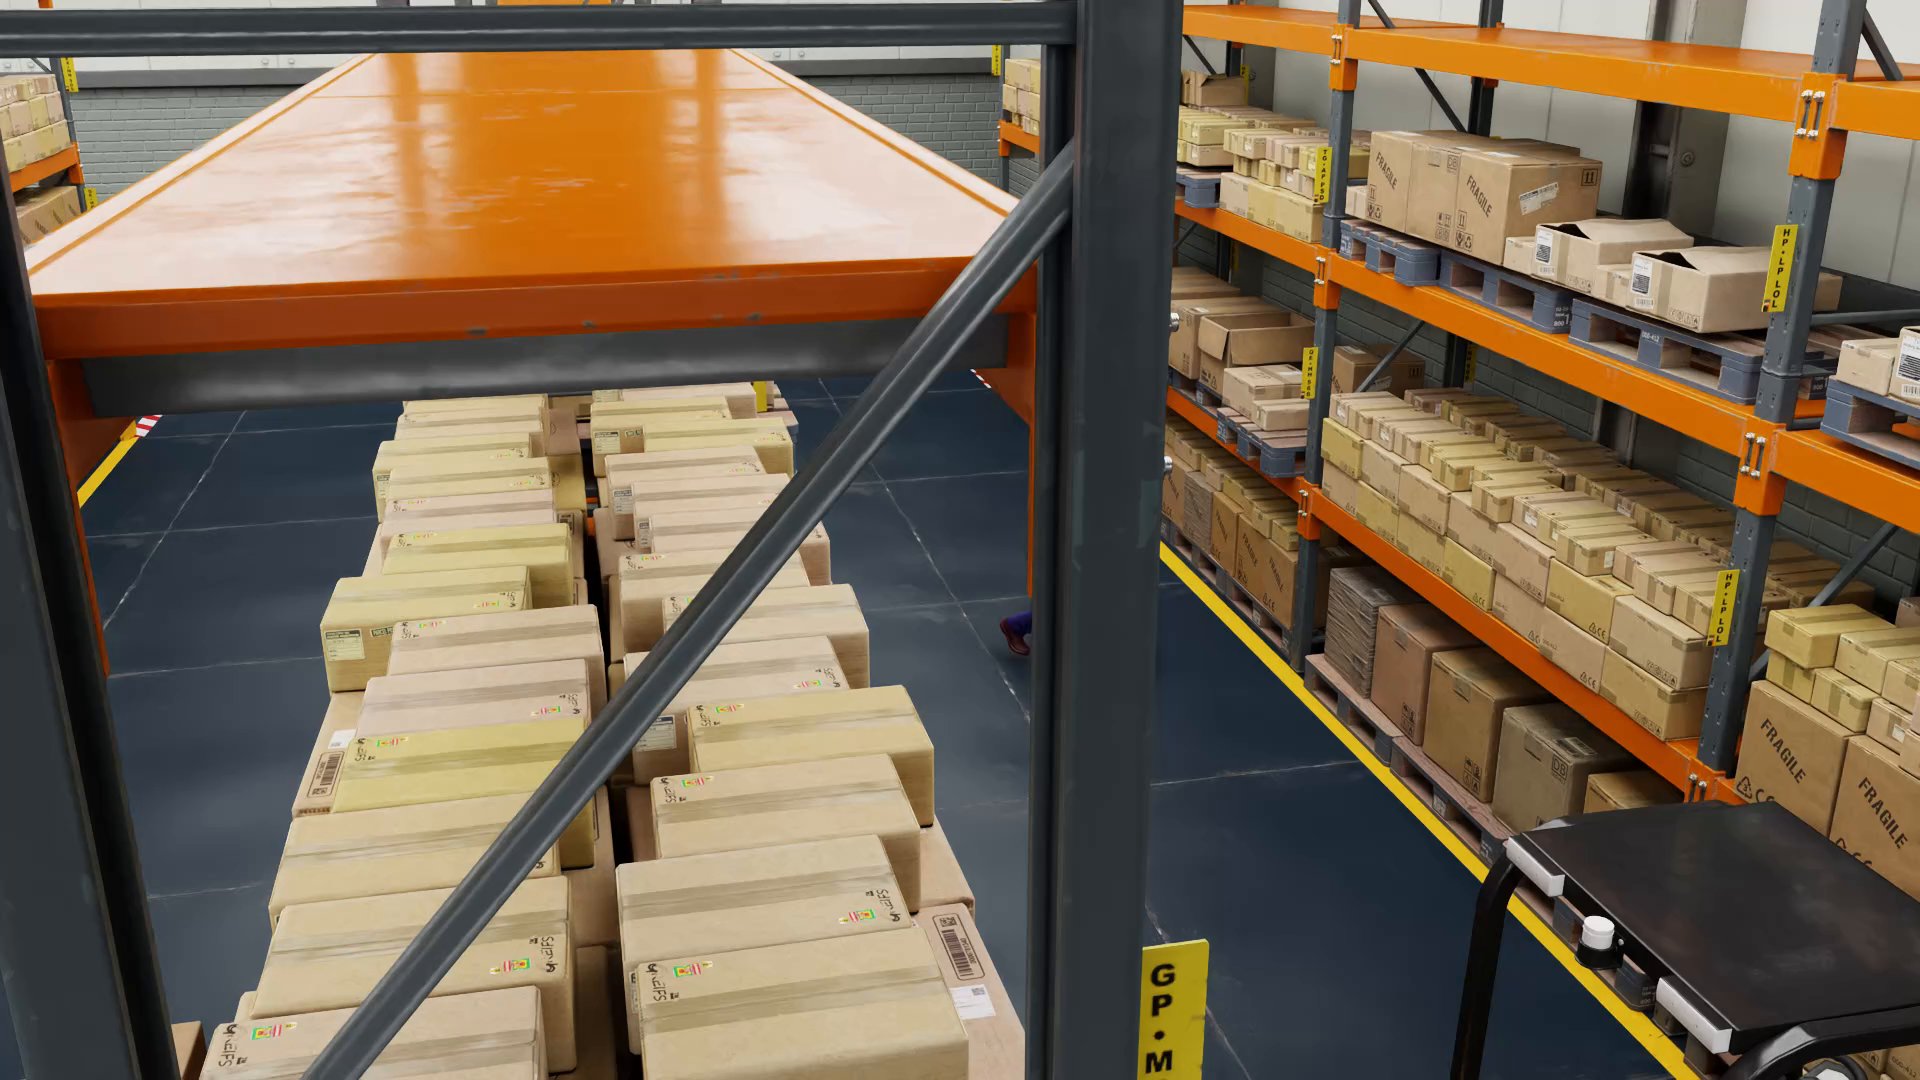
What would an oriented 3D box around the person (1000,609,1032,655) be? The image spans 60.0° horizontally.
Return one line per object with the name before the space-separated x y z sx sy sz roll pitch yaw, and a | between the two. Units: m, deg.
person | 0.742 0.048 11.056 0.938 1.553 0.503 2 20 6
